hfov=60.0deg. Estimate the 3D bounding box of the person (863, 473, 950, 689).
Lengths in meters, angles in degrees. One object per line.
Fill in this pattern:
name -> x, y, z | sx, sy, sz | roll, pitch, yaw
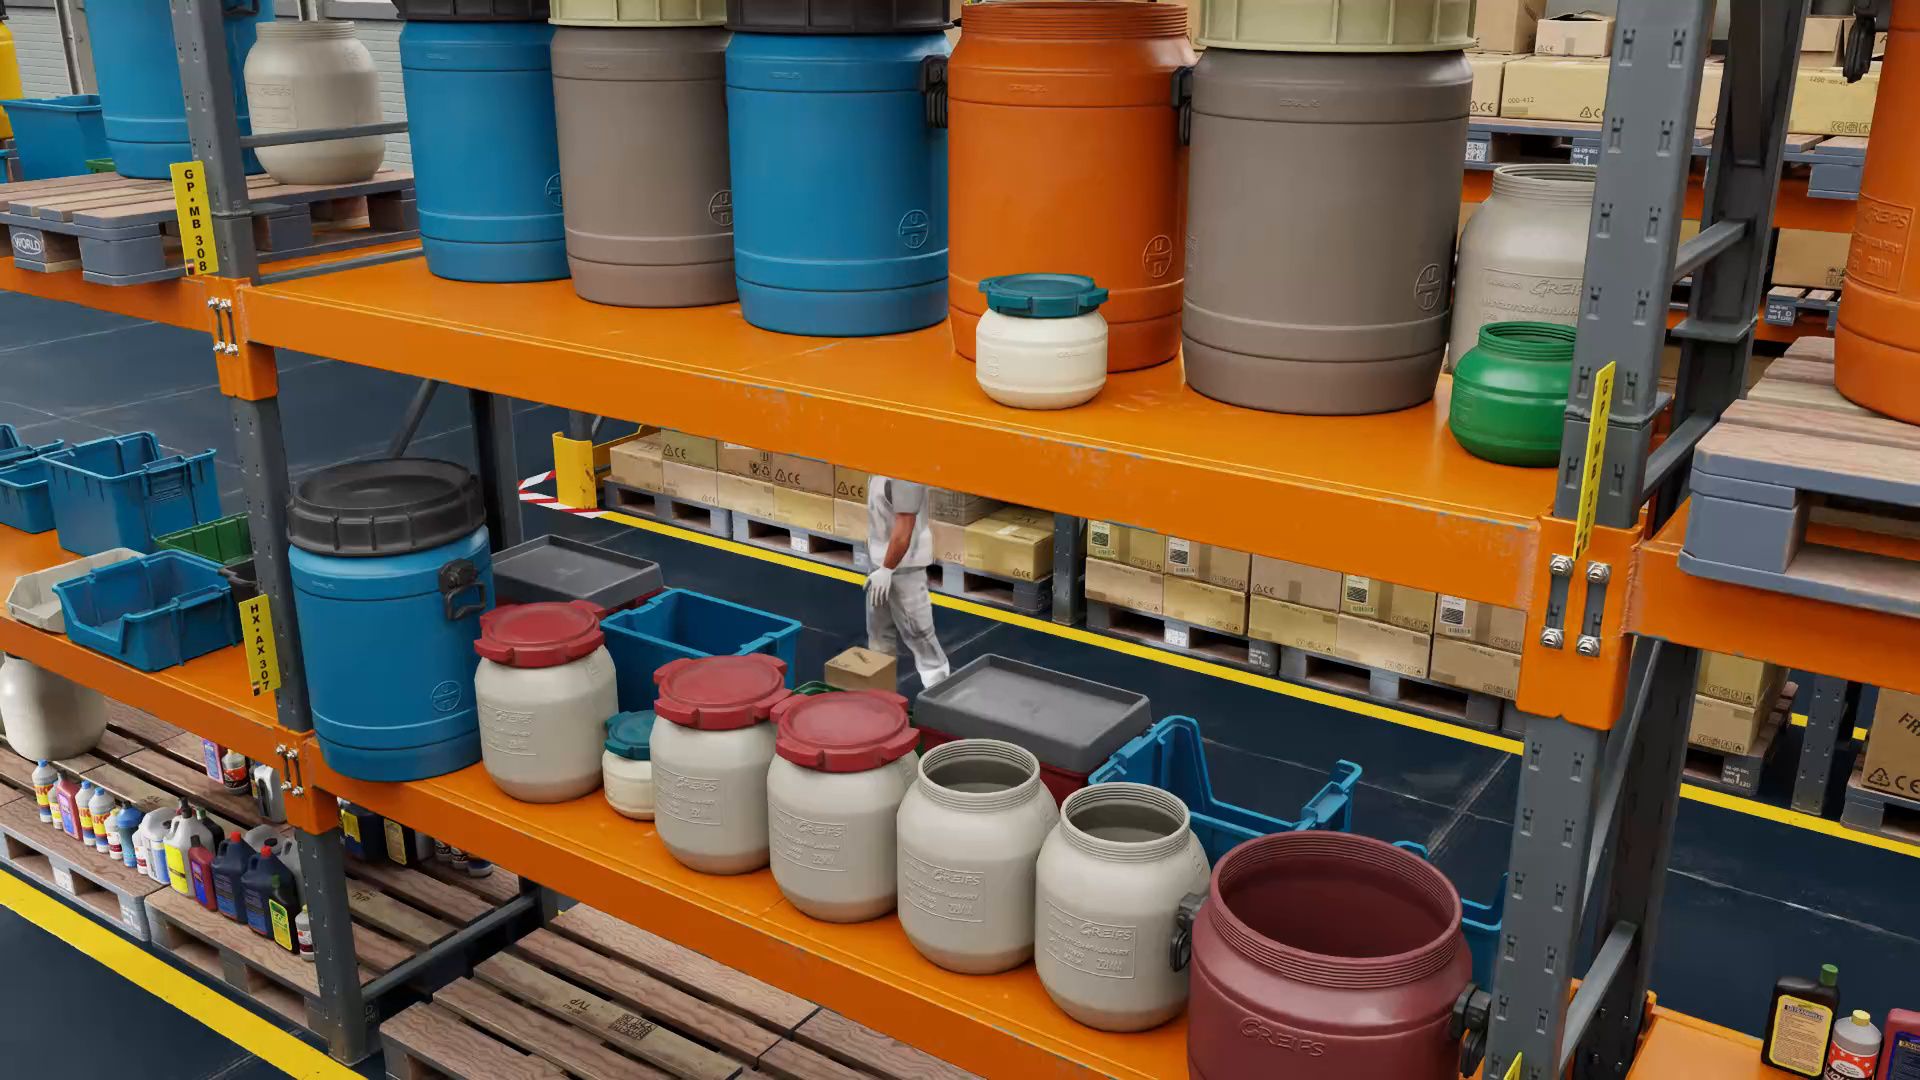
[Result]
person -> -0.365, 0.097, 8.249 | 0.635, 1.792, 0.673 | -3, 20, -9
